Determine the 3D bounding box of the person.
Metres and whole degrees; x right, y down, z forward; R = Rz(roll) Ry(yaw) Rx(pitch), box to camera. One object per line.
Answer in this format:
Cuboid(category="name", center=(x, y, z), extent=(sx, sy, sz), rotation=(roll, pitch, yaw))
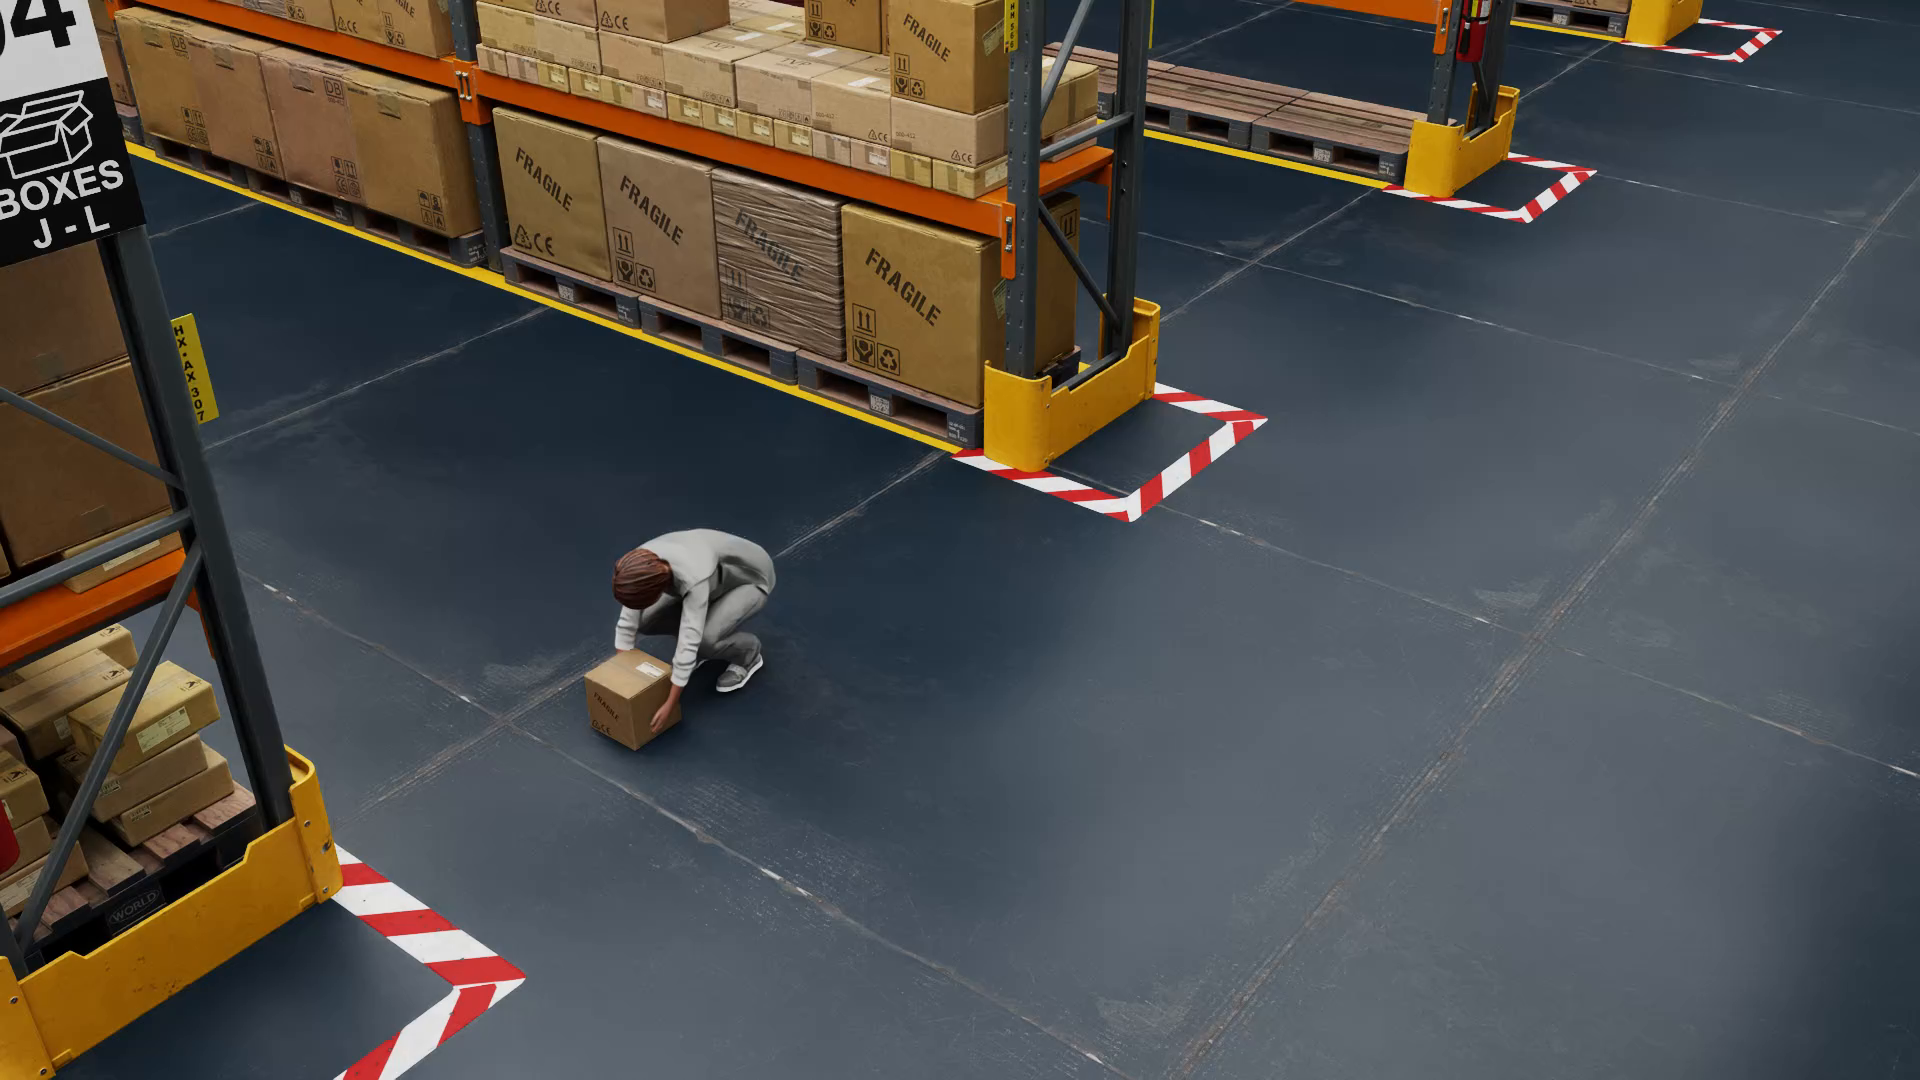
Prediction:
Cuboid(category="person", center=(-1.051, 0.252, 6.529), extent=(0.436, 0.772, 0.804), rotation=(22, 37, 31))
